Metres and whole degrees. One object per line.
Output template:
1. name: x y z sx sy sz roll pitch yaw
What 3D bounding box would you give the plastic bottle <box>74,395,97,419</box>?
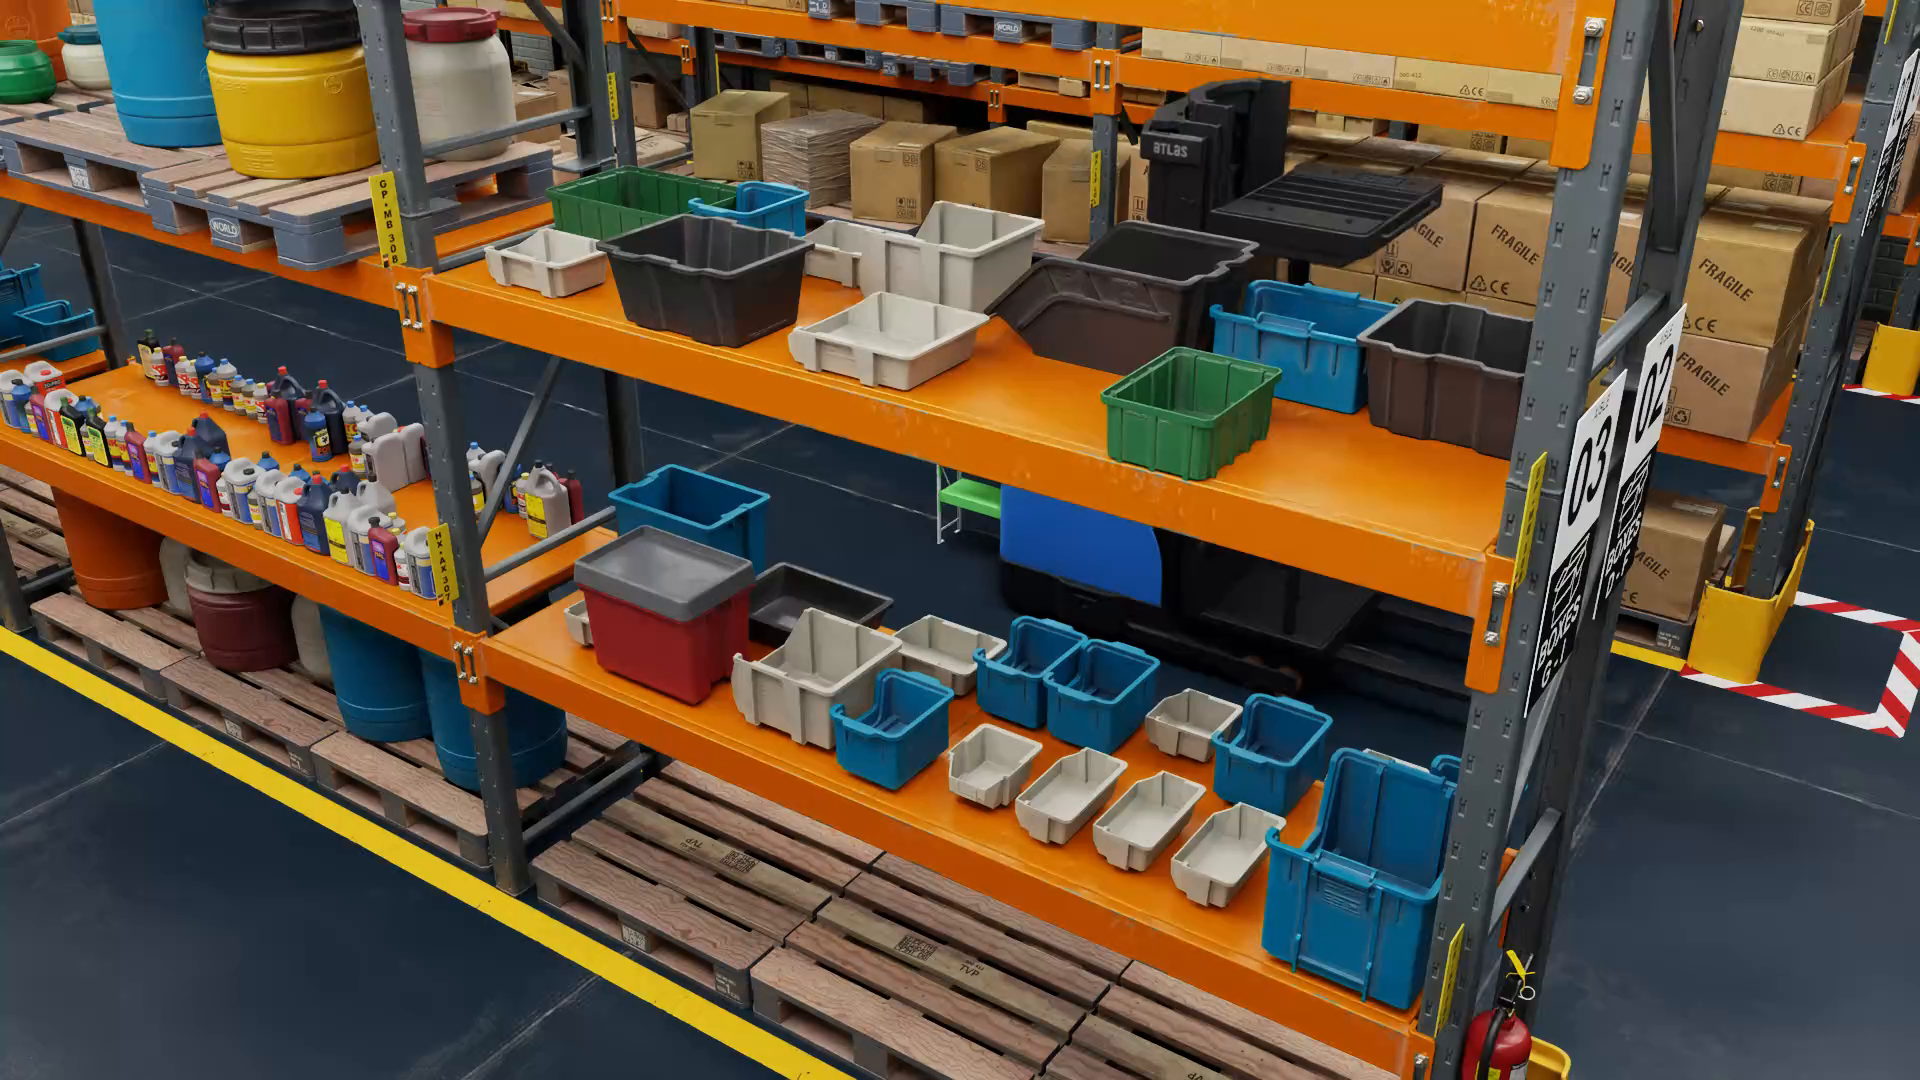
1. plastic bottle: -4.319 -0.587 8.237 0.097 0.271 0.097 0 27 0

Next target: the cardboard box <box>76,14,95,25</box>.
1. cardboard box: -8.150 -4.938 15.821 0.250 0.149 0.380 17 32 31

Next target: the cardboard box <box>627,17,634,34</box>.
1. cardboard box: -3.644 -5.824 18.531 0.500 0.250 0.500 17 32 31

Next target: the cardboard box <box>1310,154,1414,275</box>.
1. cardboard box: 2.195 -1.835 9.336 0.500 0.500 0.500 16 31 29

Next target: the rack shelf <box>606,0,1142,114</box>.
1. rack shelf: -0.532 -3.365 11.042 4.000 0.370 1.077 17 32 30

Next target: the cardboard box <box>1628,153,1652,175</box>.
1. cardboard box: 5.560 -3.304 13.105 0.700 0.700 0.980 16 31 28

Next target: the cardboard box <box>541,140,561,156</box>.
1. cardboard box: -3.264 -3.057 13.227 0.250 0.149 0.380 20 33 34

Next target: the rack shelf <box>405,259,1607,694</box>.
1. rack shelf: -0.043 -0.487 5.386 4.000 0.370 1.077 17 32 30

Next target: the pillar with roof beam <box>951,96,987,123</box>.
1. pillar with roof beam: -2.398 -6.437 12.977 0.400 9.000 9.100 17 32 30

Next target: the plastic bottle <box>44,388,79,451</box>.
1. plastic bottle: -4.433 -0.606 8.270 0.135 0.276 0.152 17 32 30

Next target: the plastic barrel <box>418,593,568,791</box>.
1. plastic barrel: -2.130 0.617 7.581 0.708 0.901 0.600 17 32 30

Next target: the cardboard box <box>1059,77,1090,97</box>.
1. cardboard box: 1.135 -4.274 15.596 0.250 0.149 0.380 18 32 32

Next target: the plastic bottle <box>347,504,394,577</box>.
1. plastic bottle: -2.500 -0.004 7.087 0.135 0.276 0.152 17 32 30

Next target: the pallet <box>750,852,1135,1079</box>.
1. pallet: -0.053 1.745 6.588 1.213 0.211 1.003 17 32 30

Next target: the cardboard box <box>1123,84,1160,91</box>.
1. cardboard box: 1.711 -4.416 15.159 0.500 0.500 0.500 17 32 30

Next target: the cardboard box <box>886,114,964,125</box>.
1. cardboard box: -0.361 -4.139 17.347 0.500 0.500 0.700 17 32 30

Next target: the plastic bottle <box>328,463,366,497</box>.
1. plastic bottle: -2.705 -0.178 7.347 0.185 0.351 0.144 17 32 30

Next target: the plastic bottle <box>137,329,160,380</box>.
1. plastic bottle: -4.413 -1.016 9.067 0.133 0.283 0.061 17 32 30

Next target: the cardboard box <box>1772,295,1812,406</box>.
1. cardboard box: 4.197 -1.066 8.926 0.500 0.500 0.500 18 32 31

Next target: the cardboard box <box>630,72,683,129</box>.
1. cardboard box: -3.554 -5.077 19.189 0.500 0.500 0.500 15 30 27

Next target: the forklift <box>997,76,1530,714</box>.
1. forklift: 1.725 -0.759 8.509 3.031 2.935 1.130 16 31 29

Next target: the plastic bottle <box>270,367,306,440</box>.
1. plastic bottle: -3.364 -0.696 8.364 0.185 0.351 0.144 17 32 30

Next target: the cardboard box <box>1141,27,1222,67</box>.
1. cardboard box: 1.377 -2.888 9.476 0.500 0.250 0.500 17 32 30

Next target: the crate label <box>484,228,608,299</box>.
1. crate label: -1.451 -0.970 5.833 0.466 0.136 0.293 17 32 30

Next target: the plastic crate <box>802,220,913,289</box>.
1. plastic crate: -0.427 -1.020 5.930 0.466 0.136 0.293 17 32 30

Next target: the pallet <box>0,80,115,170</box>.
1. pallet: -4.413 -2.032 7.836 1.213 0.211 1.003 17 32 30

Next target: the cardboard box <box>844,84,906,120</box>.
1. cardboard box: -0.863 -4.597 17.421 0.500 0.250 0.500 17 32 30

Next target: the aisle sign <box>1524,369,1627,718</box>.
1. aisle sign: 1.500 0.012 4.053 0.004 0.787 0.394 17 32 30

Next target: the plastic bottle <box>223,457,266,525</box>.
1. plastic bottle: -3.218 -0.227 7.526 0.135 0.276 0.152 17 32 30

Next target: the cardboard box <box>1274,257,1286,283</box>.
1. cardboard box: 1.806 -1.517 9.814 0.500 0.500 0.500 18 32 31

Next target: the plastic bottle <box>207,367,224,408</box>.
1. plastic bottle: -3.898 -0.808 8.750 0.097 0.201 0.097 0 27 0

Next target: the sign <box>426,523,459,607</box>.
1. sign: -2.004 0.097 6.447 0.005 0.325 0.100 17 32 30

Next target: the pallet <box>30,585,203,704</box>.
1. pallet: -4.315 0.418 9.196 1.213 0.211 1.003 17 32 30

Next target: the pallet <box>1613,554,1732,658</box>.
1. pallet: 3.693 0.211 9.604 1.213 0.211 1.003 17 32 30

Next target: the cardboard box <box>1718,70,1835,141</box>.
1. cardboard box: 3.841 -2.112 7.951 0.500 0.250 0.500 17 32 30

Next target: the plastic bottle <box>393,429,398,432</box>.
1. plastic bottle: -2.700 -0.435 8.017 0.097 0.201 0.097 0 27 0

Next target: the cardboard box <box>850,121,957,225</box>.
1. cardboard box: -0.375 -2.498 11.278 0.500 0.500 0.700 9 28 18

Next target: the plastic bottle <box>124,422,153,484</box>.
1. plastic bottle: -3.888 -0.414 7.885 0.133 0.283 0.061 17 32 30

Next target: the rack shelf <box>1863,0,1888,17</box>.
1. rack shelf: 5.567 -4.191 12.664 4.000 0.370 1.077 17 32 30

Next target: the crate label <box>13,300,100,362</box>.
1. crate label: -5.123 -1.186 9.457 0.416 0.233 0.303 17 32 30

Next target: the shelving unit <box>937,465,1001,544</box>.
1. shelving unit: 0.136 -0.492 9.894 0.503 1.200 0.258 17 32 30

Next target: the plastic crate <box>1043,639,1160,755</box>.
1. plastic crate: 0.504 0.566 5.950 0.300 0.233 0.416 17 32 30

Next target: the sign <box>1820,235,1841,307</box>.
1. sign: 4.083 -1.263 7.800 0.005 0.325 0.100 17 32 30

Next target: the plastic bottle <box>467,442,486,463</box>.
1. plastic bottle: -2.239 -0.323 7.719 0.097 0.271 0.097 0 27 0

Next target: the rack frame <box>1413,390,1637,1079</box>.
1. rack frame: 1.606 1.042 4.894 0.127 3.000 1.000 17 32 30

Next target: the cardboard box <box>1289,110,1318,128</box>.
1. cardboard box: 3.070 -3.706 14.480 0.250 0.149 0.380 18 32 32

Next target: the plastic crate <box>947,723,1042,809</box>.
1. plastic crate: 0.103 0.780 5.634 0.250 0.136 0.298 17 32 30

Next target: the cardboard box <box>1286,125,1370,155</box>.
1. cardboard box: 2.104 -2.162 9.979 0.500 0.500 0.500 17 31 29

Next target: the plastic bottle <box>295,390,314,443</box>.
1. plastic bottle: -3.243 -0.618 8.285 0.133 0.283 0.061 17 32 30

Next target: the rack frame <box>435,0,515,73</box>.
1. rack frame: -5.973 -6.770 20.246 0.127 3.000 1.000 17 32 30

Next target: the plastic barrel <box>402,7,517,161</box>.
1. plastic barrel: -1.983 -1.798 6.556 0.433 0.535 0.433 0 27 0
